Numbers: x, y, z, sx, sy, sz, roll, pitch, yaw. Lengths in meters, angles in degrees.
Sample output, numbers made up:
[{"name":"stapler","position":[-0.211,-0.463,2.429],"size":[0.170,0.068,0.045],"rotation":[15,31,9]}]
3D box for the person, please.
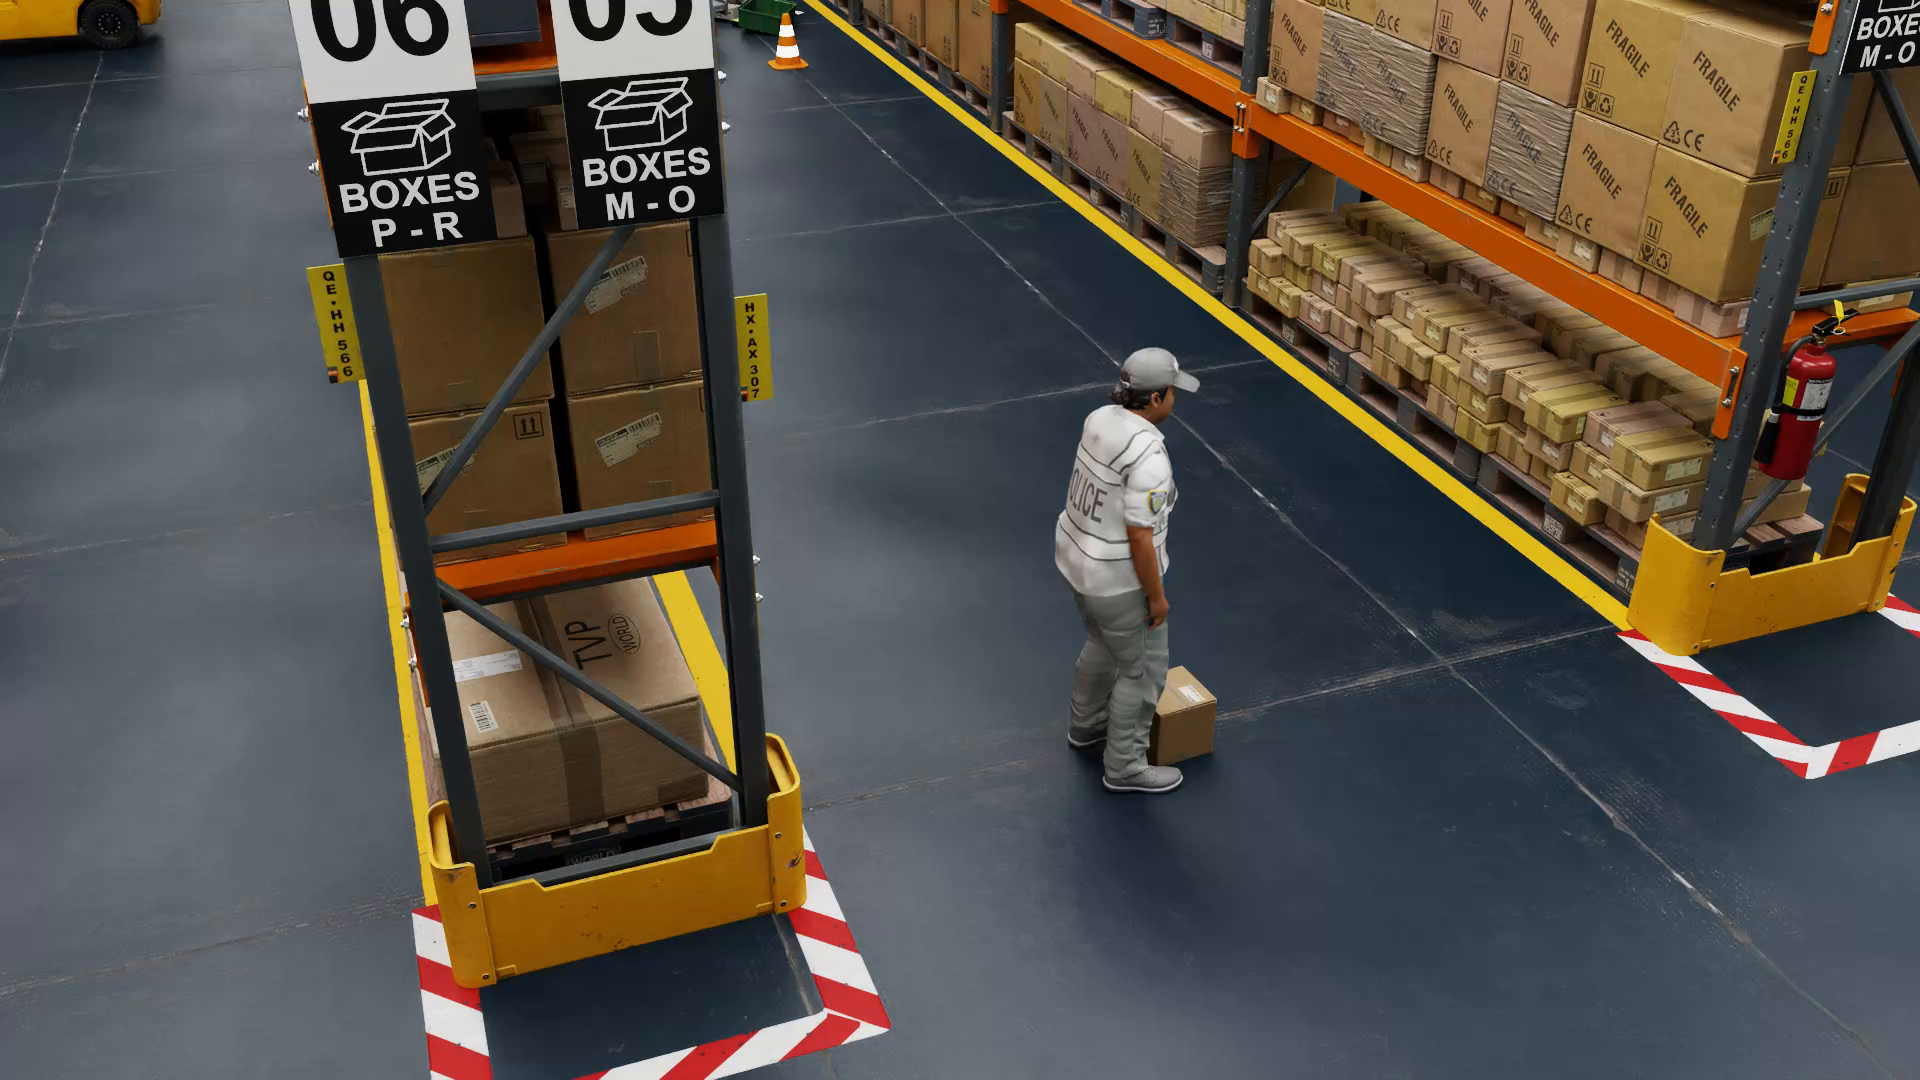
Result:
[{"name":"person","position":[0.602,0.113,5.928],"size":[0.468,1.666,0.510],"rotation":[-10,32,-17]}]
